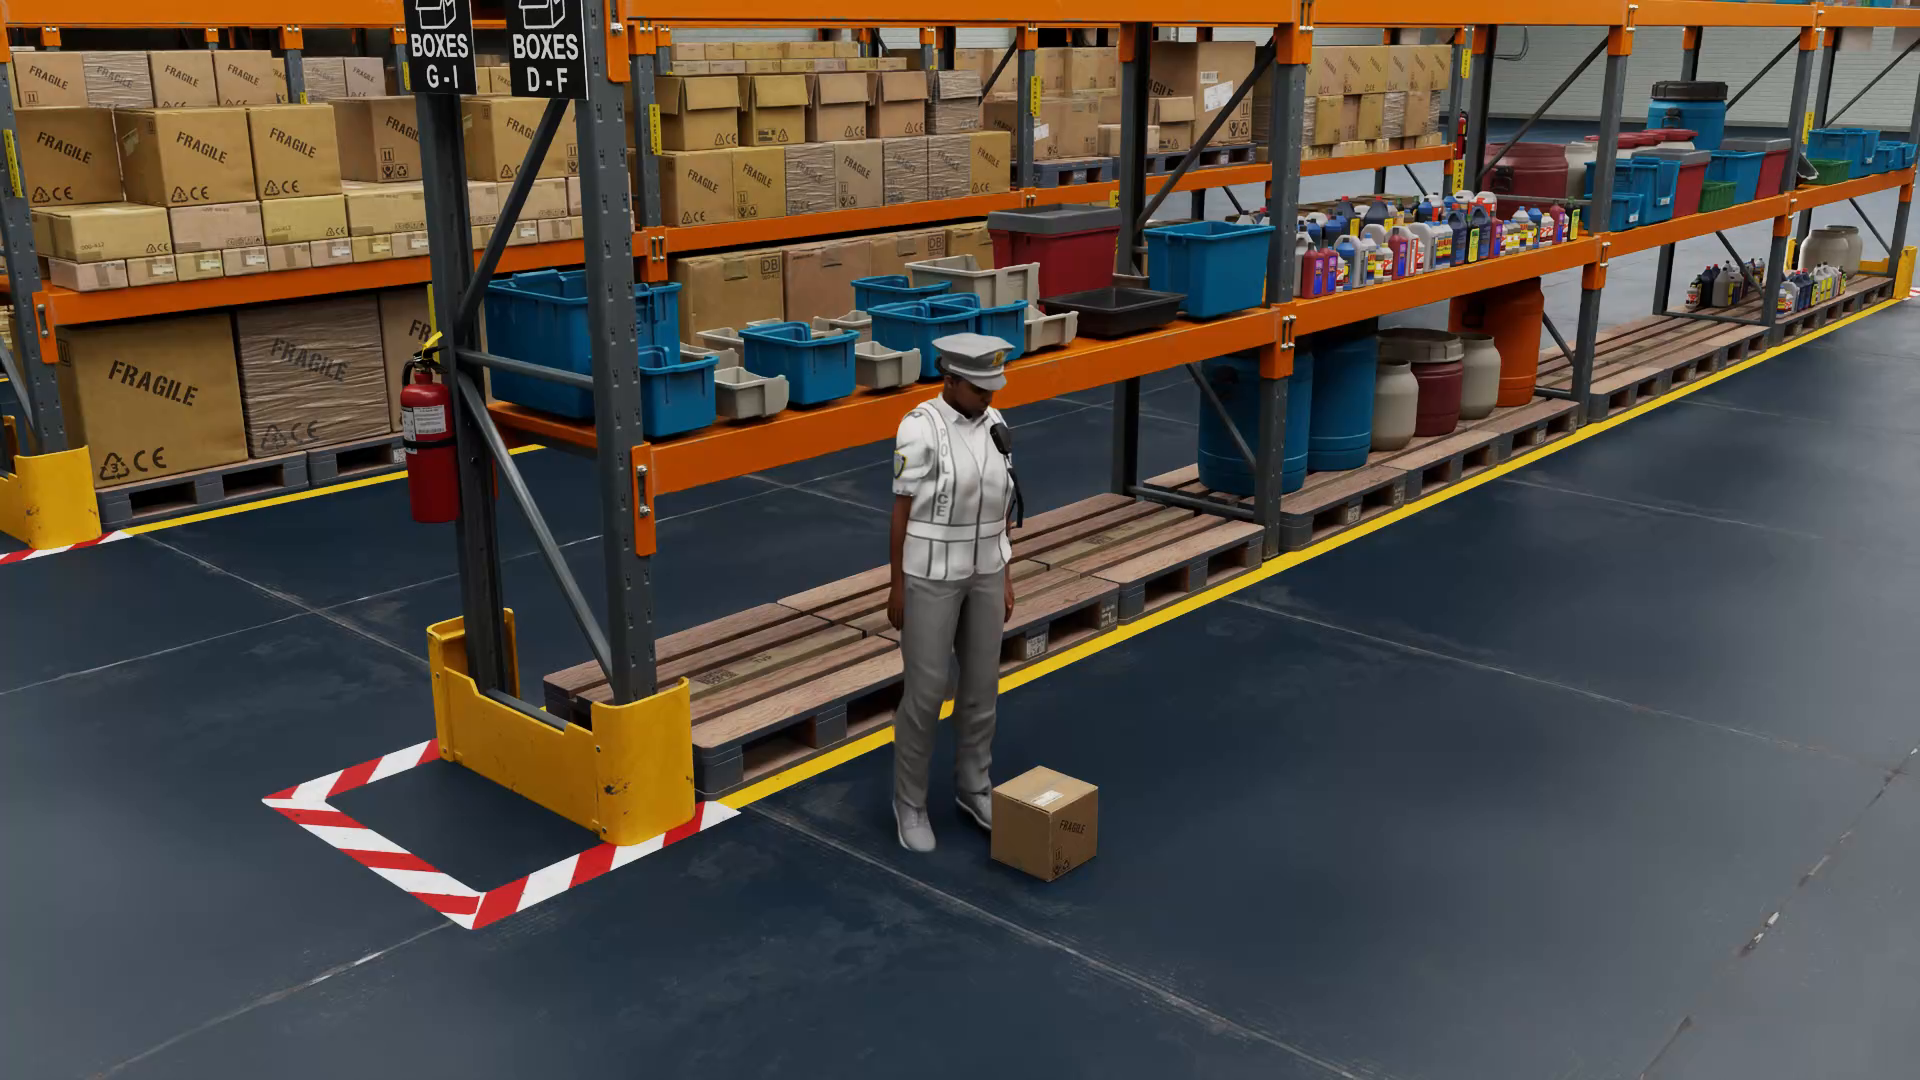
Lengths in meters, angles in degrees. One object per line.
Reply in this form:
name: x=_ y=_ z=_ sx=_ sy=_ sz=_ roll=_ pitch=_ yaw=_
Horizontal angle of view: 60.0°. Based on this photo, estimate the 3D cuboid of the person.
person: x=-0.006 y=0.180 z=5.496 sx=0.531 sy=1.711 sz=0.443 roll=-12 pitch=21 yaw=-34
